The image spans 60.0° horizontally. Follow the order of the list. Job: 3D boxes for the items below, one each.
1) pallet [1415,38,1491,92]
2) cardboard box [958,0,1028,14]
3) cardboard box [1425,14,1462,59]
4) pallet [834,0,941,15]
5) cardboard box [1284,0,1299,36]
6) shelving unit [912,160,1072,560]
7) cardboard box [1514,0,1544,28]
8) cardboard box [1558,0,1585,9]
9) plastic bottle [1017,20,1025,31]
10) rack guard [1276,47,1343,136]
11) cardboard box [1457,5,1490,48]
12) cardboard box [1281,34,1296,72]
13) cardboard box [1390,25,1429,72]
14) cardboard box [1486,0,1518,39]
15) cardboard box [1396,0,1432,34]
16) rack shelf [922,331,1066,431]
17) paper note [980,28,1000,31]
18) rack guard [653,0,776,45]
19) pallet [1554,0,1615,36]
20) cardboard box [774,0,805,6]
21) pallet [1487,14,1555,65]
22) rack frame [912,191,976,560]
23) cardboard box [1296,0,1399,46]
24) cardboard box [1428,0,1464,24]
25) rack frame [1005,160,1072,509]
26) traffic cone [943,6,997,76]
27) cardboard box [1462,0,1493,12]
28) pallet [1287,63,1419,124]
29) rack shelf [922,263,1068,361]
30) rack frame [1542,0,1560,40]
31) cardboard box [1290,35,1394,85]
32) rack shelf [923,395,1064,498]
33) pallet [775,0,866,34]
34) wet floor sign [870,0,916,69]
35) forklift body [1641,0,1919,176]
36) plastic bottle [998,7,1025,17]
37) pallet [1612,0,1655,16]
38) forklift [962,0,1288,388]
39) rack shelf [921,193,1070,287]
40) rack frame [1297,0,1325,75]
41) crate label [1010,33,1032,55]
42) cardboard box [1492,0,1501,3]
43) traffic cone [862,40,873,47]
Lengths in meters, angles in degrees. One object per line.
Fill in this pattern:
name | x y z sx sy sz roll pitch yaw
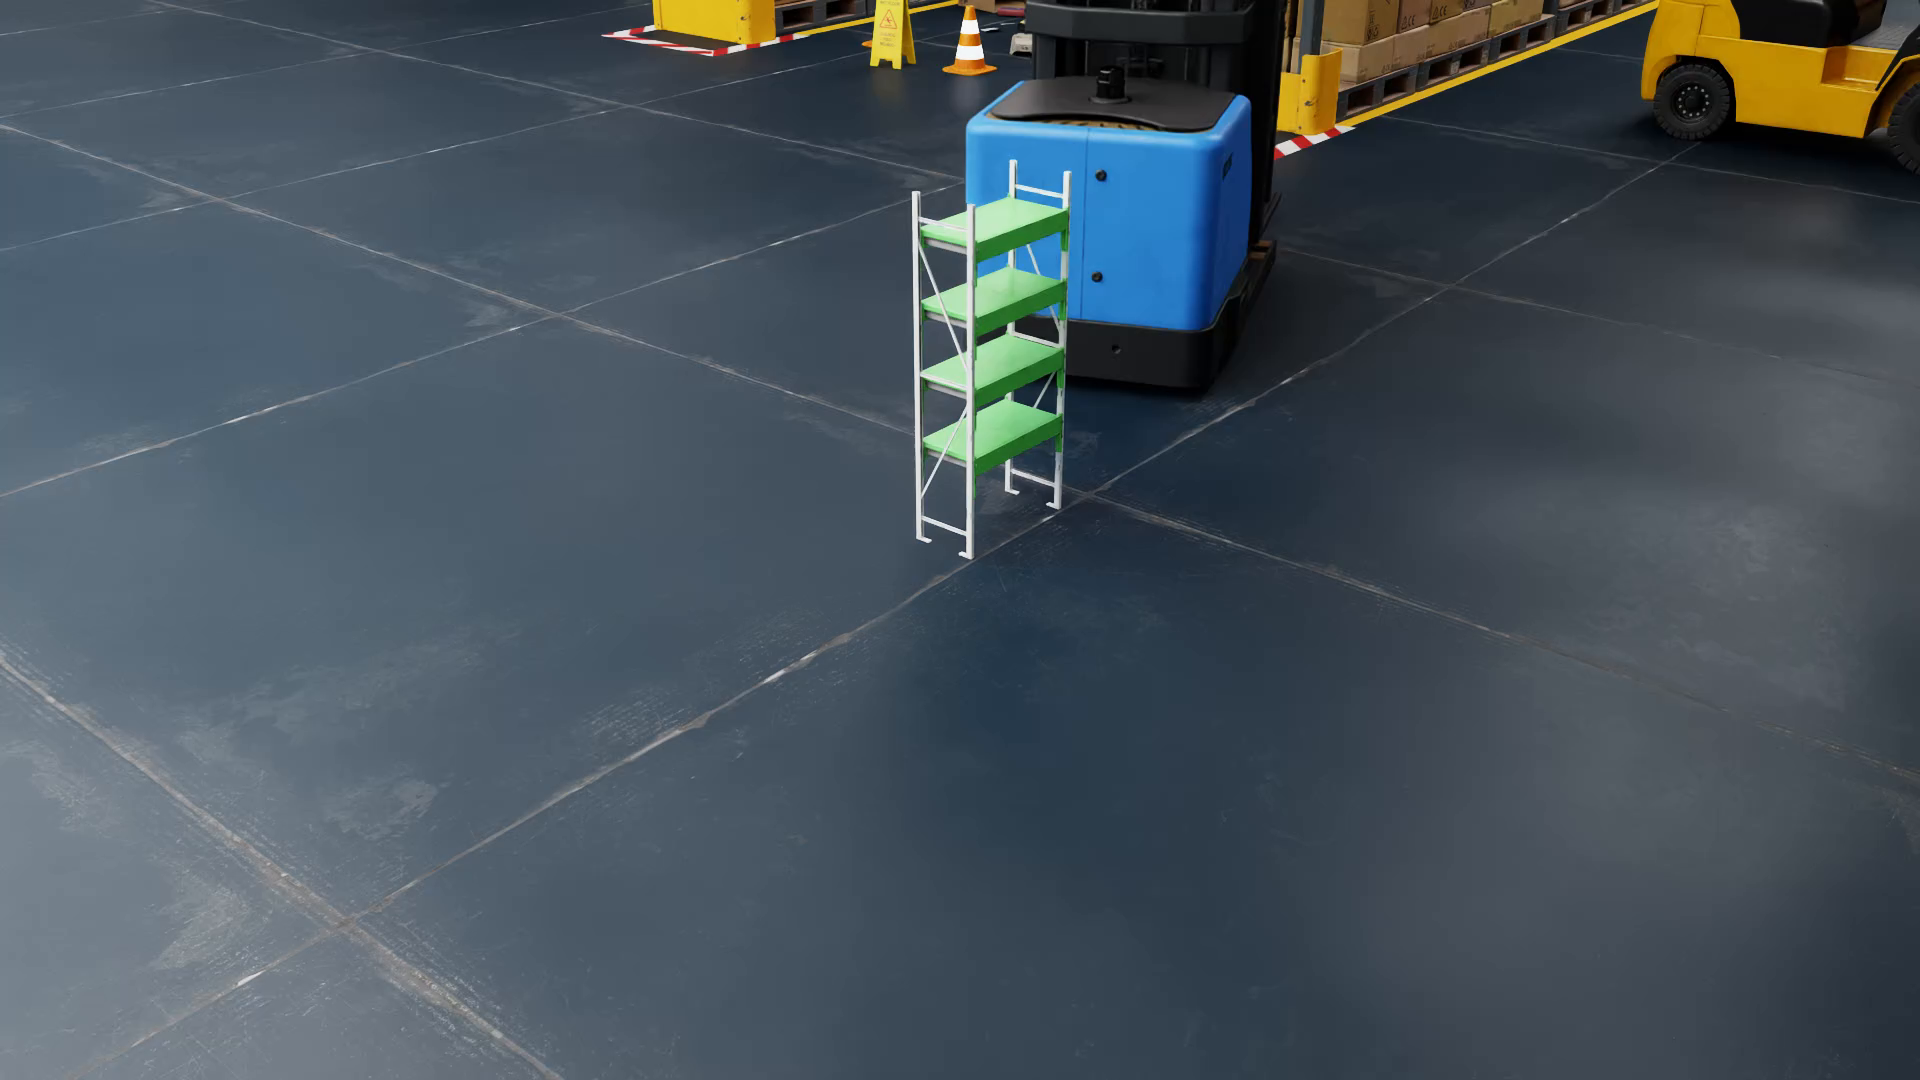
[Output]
pallet | 3.237 -3.618 12.420 1.003 0.211 1.213 21 34 34
cardboard box | 0.333 -4.991 14.756 0.500 0.500 0.500 -21 34 -35
cardboard box | 3.262 -3.667 12.016 0.500 0.250 0.500 24 35 38
pallet | -0.791 -5.030 15.150 1.003 0.211 1.213 21 34 34
cardboard box | 2.176 -3.780 11.417 0.500 0.500 0.500 21 34 35
shelving unit | 0.105 -0.592 5.494 0.258 1.200 0.503 21 34 34
cardboard box | 4.244 -4.216 13.077 0.500 0.250 0.500 23 35 37
cardboard box | 4.744 -4.745 13.967 0.950 0.372 0.625 21 34 35
plastic bottle | 0.587 -4.333 13.965 0.133 0.061 0.283 9 29 17
rack guard | 1.916 -3.038 10.984 1.175 0.500 0.348 21 34 34
cardboard box | 3.586 -3.846 12.361 0.500 0.250 0.500 21 34 35
cardboard box | 2.190 -3.460 11.615 0.500 0.250 0.500 21 34 34
cardboard box | 2.925 -3.470 11.635 0.500 0.250 0.500 22 35 36
cardboard box | 3.913 -4.025 12.707 0.500 0.250 0.500 20 33 33
cardboard box | 2.938 -3.820 11.495 0.500 0.500 0.500 19 33 33
rack shelf | 0.105 -0.535 5.523 0.258 0.148 0.480 21 34 34
paper note | 0.265 -4.257 13.854 0.142 0.017 0.144 -15 31 -27
rack guard | -2.031 -4.413 13.643 1.175 0.500 0.348 21 34 34
pallet | 4.906 -4.577 14.274 1.003 0.211 1.213 21 34 34
cardboard box | -1.636 -5.034 13.979 0.875 0.875 0.875 21 34 35
pallet | 4.012 -4.052 13.259 1.003 0.211 1.213 21 34 34
rack frame | -0.050 -0.505 5.327 0.240 1.200 0.015 21 34 34
cardboard box | 2.609 -3.633 11.134 0.500 0.500 0.500 19 33 33
cardboard box | 3.264 -3.995 11.834 0.500 0.500 0.500 22 34 35
rack frame | 0.260 -0.678 5.661 0.240 1.200 0.015 21 34 34
traffic cone | 0.073 -3.728 12.358 0.336 0.463 0.334 21 34 34
cardboard box | 3.597 -4.187 12.205 0.500 0.500 0.500 23 35 37
pallet | 2.460 -3.187 11.587 1.003 0.211 1.213 21 34 34
rack shelf | 0.105 -0.748 5.413 0.258 0.148 0.480 21 34 34
rack frame | 4.412 -5.539 13.099 1.000 3.000 0.127 21 34 34
cardboard box | 2.594 -3.291 11.289 0.500 0.250 0.500 20 34 34
rack shelf | 0.105 -0.322 5.634 0.258 0.148 0.480 21 34 34
pallet | -1.568 -4.600 14.318 1.003 0.211 1.213 21 34 34
wet floor sign | -0.507 -3.897 12.487 0.267 0.644 0.232 15 31 26
forklift body | 5.499 -3.500 10.081 2.313 2.155 1.214 21 34 34
plastic bottle | 0.481 -4.591 14.463 0.283 0.061 0.133 9 29 17
pallet | 5.682 -5.012 15.114 1.003 0.211 1.213 21 34 34
forklift | 0.930 -2.571 7.436 1.130 2.935 3.031 8 28 15
rack shelf | 0.105 -0.961 5.303 0.258 0.148 0.480 21 34 34
rack frame | 1.868 -4.121 10.358 1.000 3.000 0.127 21 34 34
crate label | 0.525 -3.880 13.007 0.250 0.136 0.298 4 28 8
cardboard box | 3.921 -4.368 12.555 0.500 0.500 0.500 21 34 35
traffic cone | -0.582 -4.178 13.229 0.336 0.463 0.334 21 34 34
